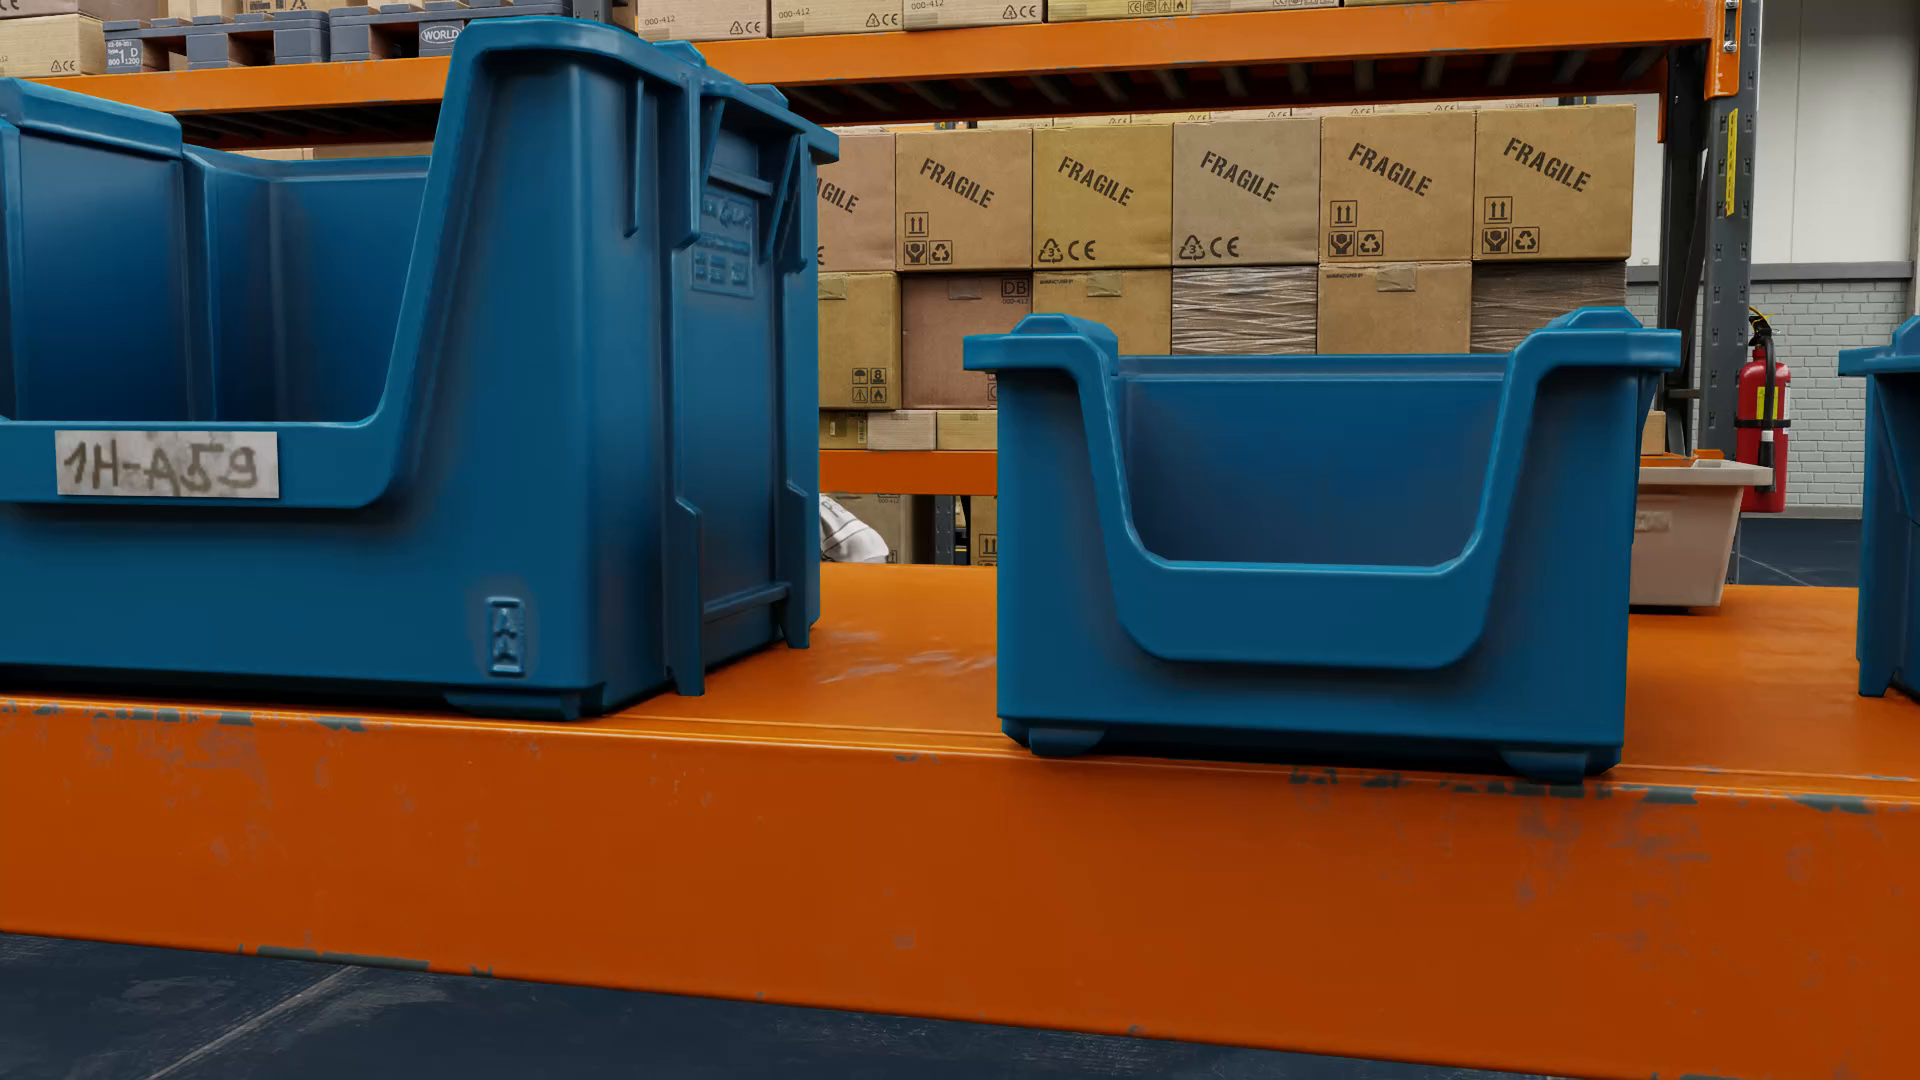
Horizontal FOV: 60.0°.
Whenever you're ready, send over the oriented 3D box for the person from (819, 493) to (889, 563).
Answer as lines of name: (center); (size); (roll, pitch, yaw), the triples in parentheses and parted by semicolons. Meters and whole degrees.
person: (-0.798, 0.174, 8.735); (0.817, 1.158, 0.540); (1, 5, 14)
